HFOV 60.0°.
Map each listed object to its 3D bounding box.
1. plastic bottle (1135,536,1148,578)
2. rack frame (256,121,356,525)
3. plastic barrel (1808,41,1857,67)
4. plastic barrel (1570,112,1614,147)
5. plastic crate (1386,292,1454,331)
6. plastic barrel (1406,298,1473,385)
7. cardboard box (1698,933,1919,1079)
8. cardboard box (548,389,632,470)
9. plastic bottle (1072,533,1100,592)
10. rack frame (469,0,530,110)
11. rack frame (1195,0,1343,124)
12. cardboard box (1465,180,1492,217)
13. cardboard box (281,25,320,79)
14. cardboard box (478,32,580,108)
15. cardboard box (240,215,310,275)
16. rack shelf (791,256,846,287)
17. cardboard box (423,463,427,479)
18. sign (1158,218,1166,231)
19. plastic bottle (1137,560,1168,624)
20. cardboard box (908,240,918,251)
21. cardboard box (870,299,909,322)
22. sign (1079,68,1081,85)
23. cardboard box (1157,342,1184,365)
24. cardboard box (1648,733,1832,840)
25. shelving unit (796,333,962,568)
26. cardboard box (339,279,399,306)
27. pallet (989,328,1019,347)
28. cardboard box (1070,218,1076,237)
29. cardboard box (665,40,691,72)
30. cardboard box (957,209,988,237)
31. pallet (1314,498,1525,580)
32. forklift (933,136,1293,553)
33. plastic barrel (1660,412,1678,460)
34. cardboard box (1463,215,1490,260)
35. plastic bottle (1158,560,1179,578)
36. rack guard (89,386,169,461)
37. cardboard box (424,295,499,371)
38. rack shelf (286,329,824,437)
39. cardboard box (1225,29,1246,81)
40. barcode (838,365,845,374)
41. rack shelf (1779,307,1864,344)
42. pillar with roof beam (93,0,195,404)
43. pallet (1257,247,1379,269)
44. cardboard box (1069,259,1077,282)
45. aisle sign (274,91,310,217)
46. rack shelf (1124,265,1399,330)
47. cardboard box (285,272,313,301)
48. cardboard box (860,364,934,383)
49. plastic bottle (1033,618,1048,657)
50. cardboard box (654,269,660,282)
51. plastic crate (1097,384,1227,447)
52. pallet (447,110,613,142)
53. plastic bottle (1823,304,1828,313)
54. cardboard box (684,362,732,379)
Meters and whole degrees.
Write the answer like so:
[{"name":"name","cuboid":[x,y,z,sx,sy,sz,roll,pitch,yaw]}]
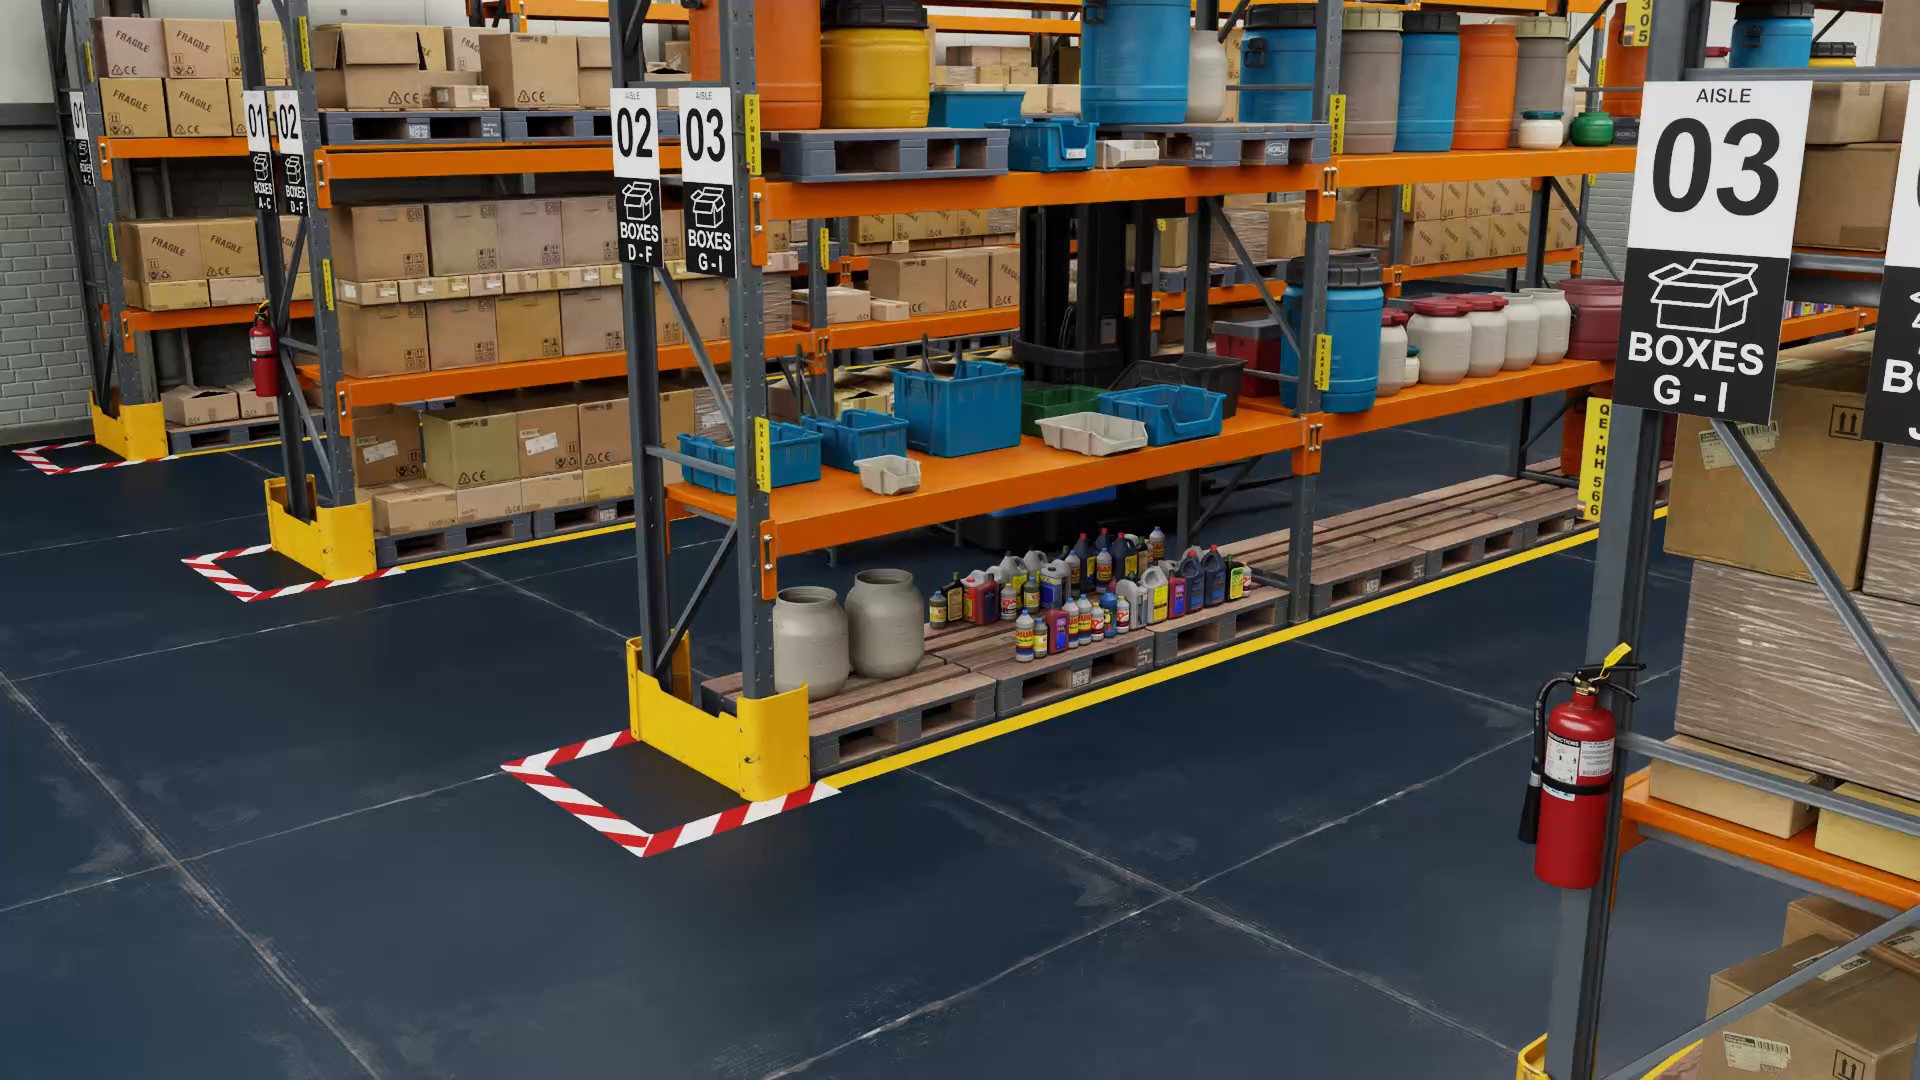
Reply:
[{"name":"plastic bottle","cuboid":[1.110,0.123,10.388,0.133,0.283,0.061,-13,19,-39]},{"name":"rack frame","cuboid":[-4.472,-1.313,11.355,0.127,3.000,1.000,-13,19,-39]},{"name":"plastic barrel","cuboid":[7.274,-3.930,14.160,0.600,0.588,0.600,0,15,0]},{"name":"plastic barrel","cuboid":[4.659,-3.026,12.255,0.294,0.245,0.294,0,15,0]},{"name":"plastic crate","cuboid":[3.391,-1.521,12.006,0.583,0.464,0.402,-13,19,-39]},{"name":"plastic barrel","cuboid":[3.213,-1.335,11.174,0.433,0.535,0.433,0,15,0]},{"name":"cardboard box","cuboid":[2.510,1.518,4.785,0.500,0.500,0.500,-9,17,-29]},{"name":"cardboard box","cuboid":[-2.789,-0.851,12.686,0.500,0.500,0.500,-13,19,-39]},{"name":"plastic bottle","cuboid":[0.770,0.129,10.235,0.185,0.351,0.144,-14,20,-42]},{"name":"rack frame","cuboid":[-4.710,-5.853,16.725,0.127,3.000,1.000,-13,19,-39]},{"name":"rack frame","cuboid":[1.794,-3.925,9.505,0.127,3.000,1.000,-13,19,-39]},{"name":"cardboard box","cuboid":[5.897,-4.077,19.570,0.500,0.500,0.500,-13,20,-41]},{"name":"cardboard box","cuboid":[-6.398,-4.649,15.859,0.500,0.500,0.500,-13,20,-39]},{"name":"cardboard box","cuboid":[-3.040,-3.310,11.737,0.500,0.500,0.500,-13,19,-39]},{"name":"cardboard box","cuboid":[-6.396,-2.767,15.596,0.500,0.500,0.500,-13,20,-41]},{"name":"rack shelf","cuboid":[-3.201,-2.946,18.861,4.000,0.370,1.077,-13,19,-39]},{"name":"cardboard box","cuboid":[-3.893,-0.423,12.537,0.500,0.250,0.500,-13,19,-39]},{"name":"sign","cuboid":[1.929,-3.121,15.877,0.005,0.325,0.100,-13,19,-39]},{"name":"plastic bottle","cuboid":[1.109,0.294,9.619,0.185,0.351,0.144,-13,20,-40]},{"name":"cardboard box","cuboid":[-0.731,-3.668,20.616,0.250,0.149,0.380,-13,20,-40]},{"name":"cardboard box","cuboid":[-0.652,-1.980,14.337,0.250,0.149,0.380,-13,19,-39]},{"name":"sign","cuboid":[1.208,-4.474,16.371,0.005,0.325,0.100,-13,19,-39]},{"name":"cardboard box","cuboid":[2.094,-1.695,16.775,0.500,0.500,0.500,-12,19,-37]},{"name":"cardboard box","cuboid":[2.107,0.649,4.496,0.250,0.149,0.380,-13,19,-39]},{"name":"shelving unit","cuboid":[-0.562,-0.655,11.797,1.048,1.500,0.538,-9,17,-31]},{"name":"cardboard box","cuboid":[-4.035,-1.700,11.350,0.250,0.149,0.380,-13,20,-40]},{"name":"pallet","cuboid":[0.793,-2.817,22.389,1.213,0.211,1.003,-13,19,-39]},{"name":"cardboard box","cuboid":[1.745,-4.544,22.867,0.700,0.700,0.980,-12,19,-39]},{"name":"cardboard box","cuboid":[-2.008,-3.725,13.292,0.500,0.500,0.500,-11,18,-35]},{"name":"cardboard box","cuboid":[0.006,-4.127,21.079,0.500,0.500,0.500,-12,19,-38]},{"name":"pallet","cuboid":[3.282,-0.027,11.943,1.213,0.211,1.003,-13,19,-39]},{"name":"forklift","cuboid":[1.258,-1.588,12.516,3.031,2.935,1.130,-9,17,-31]},{"name":"plastic barrel","cuboid":[6.021,-1.019,14.112,0.708,0.588,0.600,-13,19,-39]},{"name":"cardboard box","cuboid":[5.907,-3.600,19.720,0.500,0.500,0.500,-13,20,-40]},{"name":"plastic bottle","cuboid":[1.236,0.250,9.926,0.135,0.276,0.152,-13,19,-39]},{"name":"rack guard","cuboid":[-7.670,-1.082,15.334,0.348,0.500,1.175,-13,19,-39]},{"name":"cardboard box","cuboid":[-3.719,-1.528,11.965,0.500,0.500,0.700,-12,19,-38]},{"name":"rack shelf","cuboid":[-2.964,-1.305,12.716,4.000,0.370,1.077,-13,19,-39]},{"name":"cardboard box","cuboid":[2.665,-4.895,16.818,0.500,0.500,0.500,-13,19,-39]},{"name":"barcode","cuboid":[-0.989,-1.422,13.892,0.075,0.075,0.001,-13,19,-39]},{"name":"rack shelf","cuboid":[6.320,-1.695,14.177,4.000,0.370,1.077,-13,19,-39]},{"name":"pillar with roof beam","cuboid":[-4.941,-4.625,12.125,0.400,9.000,9.100,-13,19,-39]},{"name":"pallet","cuboid":[3.906,-3.139,18.563,1.213,0.211,1.003,-13,19,-39]},{"name":"cardboard box","cuboid":[1.260,-2.573,16.241,0.500,0.311,0.500,-11,19,-36]},{"name":"aisle sign","cuboid":[-4.321,-2.499,10.754,0.004,0.787,0.394,-13,19,-39]},{"name":"rack shelf","cuboid":[3.071,-2.660,17.790,4.000,0.370,1.077,-13,19,-39]},{"name":"cardboard box","cuboid":[-6.380,-2.411,15.716,0.500,0.250,0.500,-13,20,-40]},{"name":"cardboard box","cuboid":[-0.571,-1.434,15.235,0.500,0.311,0.500,-13,20,-40]},{"name":"plastic bottle","cuboid":[0.427,0.527,9.035,0.097,0.201,0.097,0,15,0]},{"name":"cardboard box","cuboid":[-2.478,-2.050,12.662,0.250,0.149,0.380,-12,19,-38]},{"name":"plastic crate","cuboid":[1.137,-0.714,9.399,0.616,0.251,0.499,-13,19,-39]},{"name":"pallet","cuboid":[-3.001,-3.042,12.187,1.213,0.211,1.003,-13,19,-39]},{"name":"plastic bottle","cuboid":[7.674,-2.131,14.799,0.097,0.201,0.097,0,15,0]},{"name":"cardboard box","cuboid":[-2.010,-1.210,14.030,0.500,0.500,0.500,-13,19,-39]}]
